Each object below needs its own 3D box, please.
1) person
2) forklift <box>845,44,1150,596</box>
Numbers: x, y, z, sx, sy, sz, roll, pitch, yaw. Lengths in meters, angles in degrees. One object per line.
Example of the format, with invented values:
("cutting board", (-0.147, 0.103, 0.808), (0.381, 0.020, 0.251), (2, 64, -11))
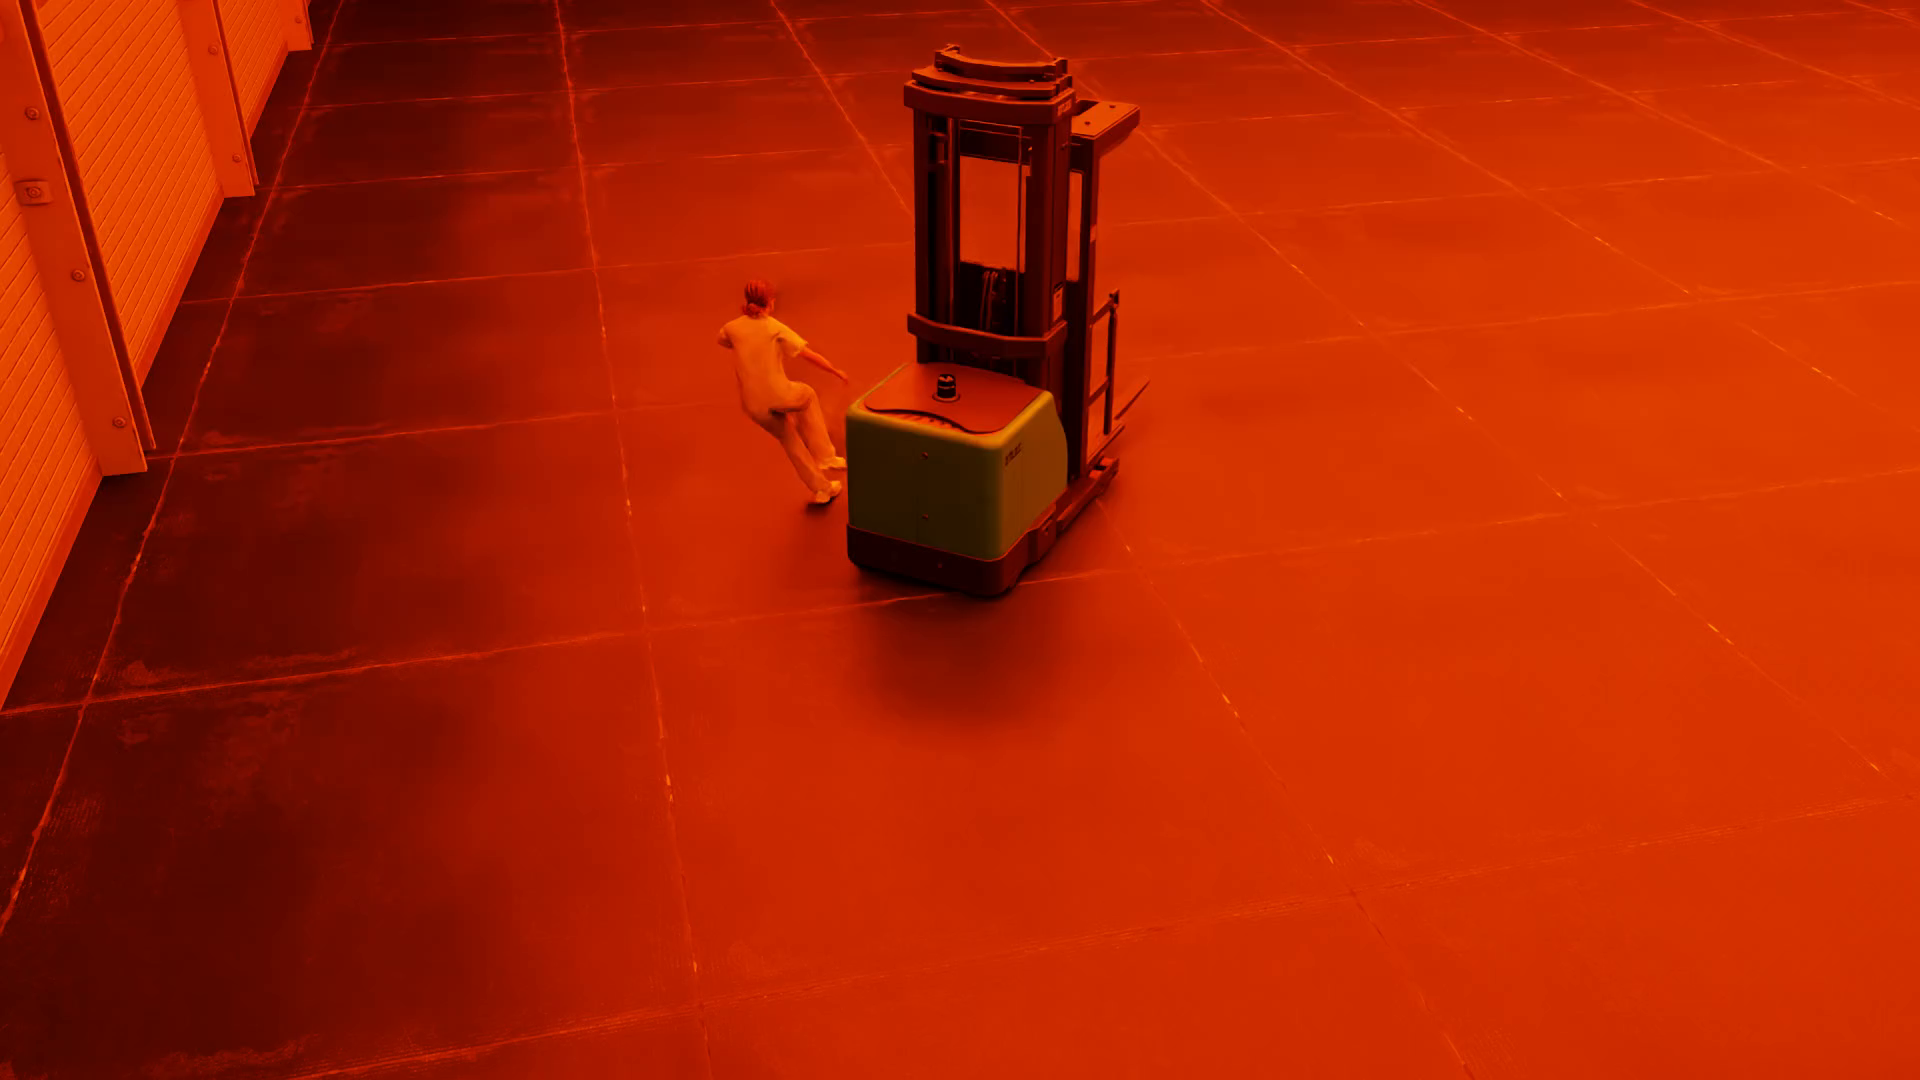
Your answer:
("person", (-1.142, -1.008, 10.815), (0.870, 1.435, 0.815), (0, 30, -1))
("forklift", (0.415, -1.655, 10.434), (1.130, 2.935, 3.031), (14, 33, 23))
